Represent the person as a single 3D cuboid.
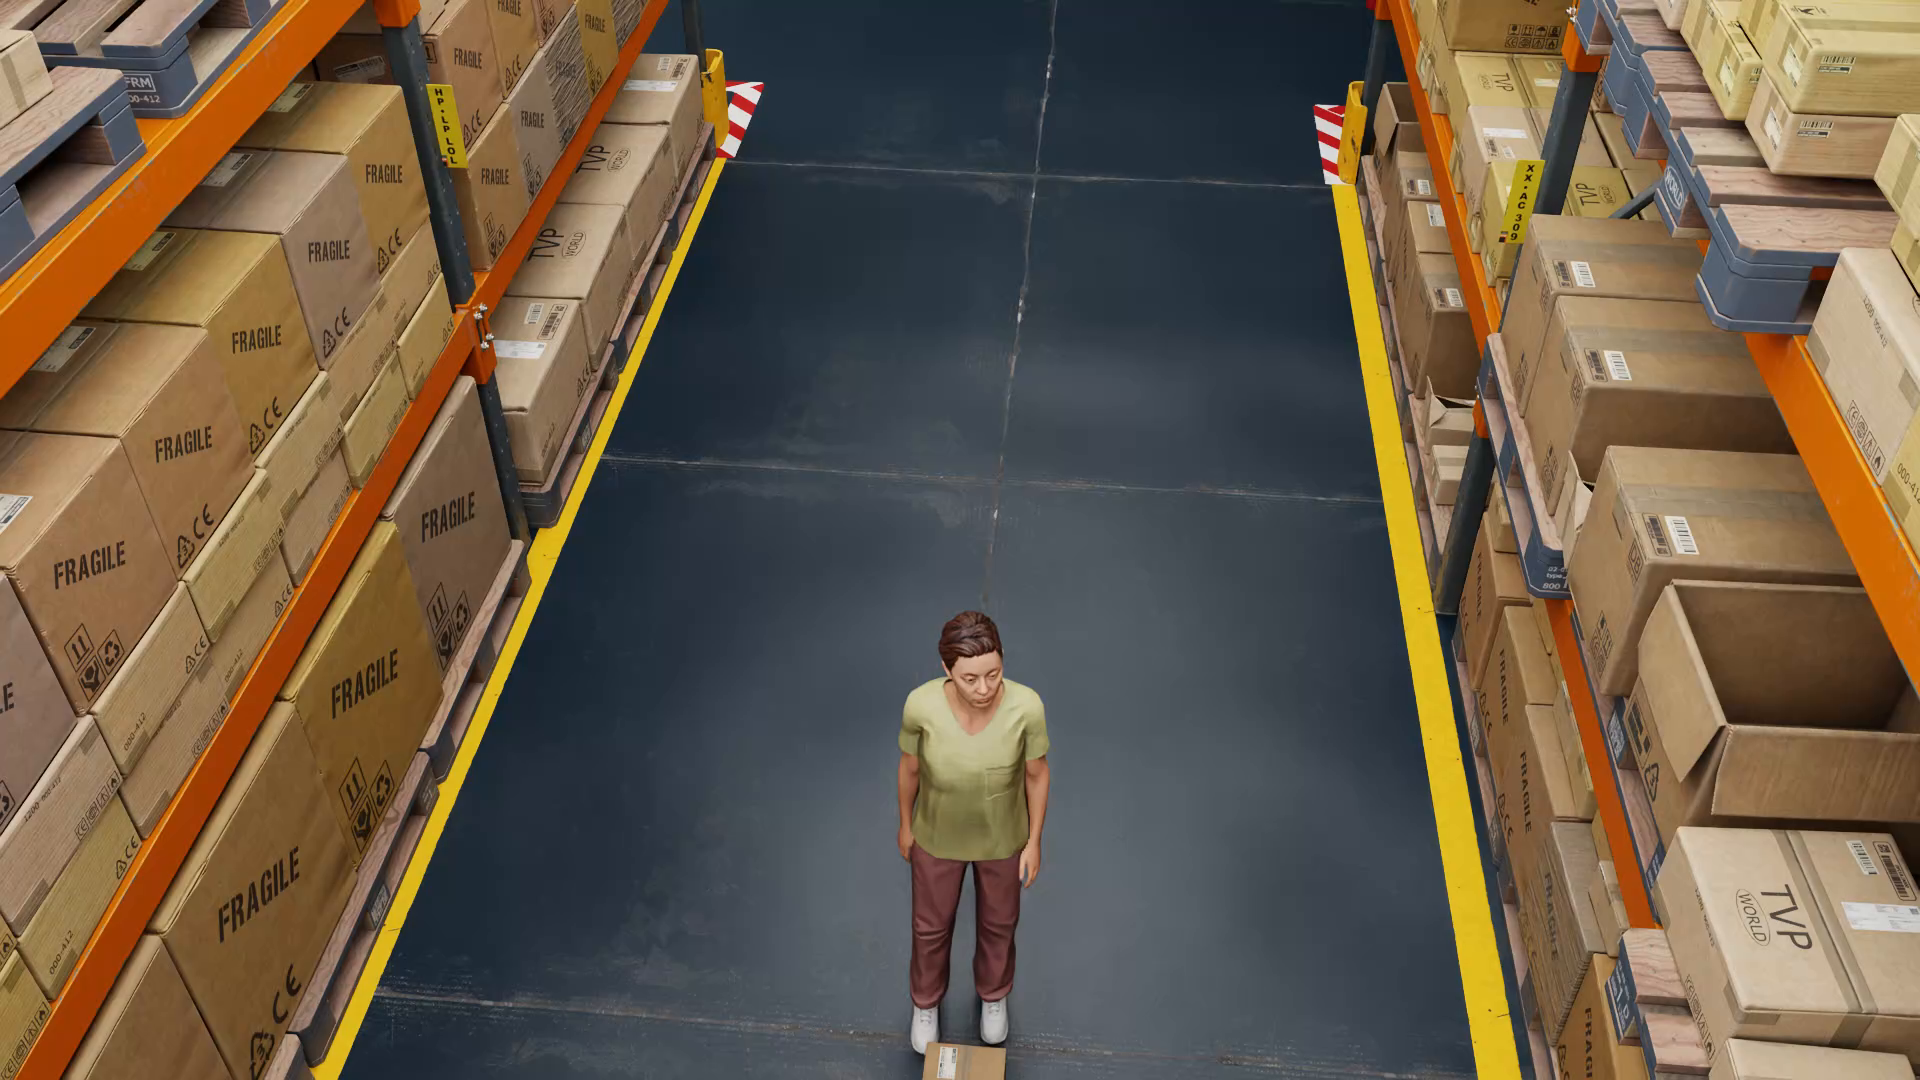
[{"bbox_3d":[0.036,0.909,5.050,0.461,1.683,0.439,0,40,0],"label":"person"}]
